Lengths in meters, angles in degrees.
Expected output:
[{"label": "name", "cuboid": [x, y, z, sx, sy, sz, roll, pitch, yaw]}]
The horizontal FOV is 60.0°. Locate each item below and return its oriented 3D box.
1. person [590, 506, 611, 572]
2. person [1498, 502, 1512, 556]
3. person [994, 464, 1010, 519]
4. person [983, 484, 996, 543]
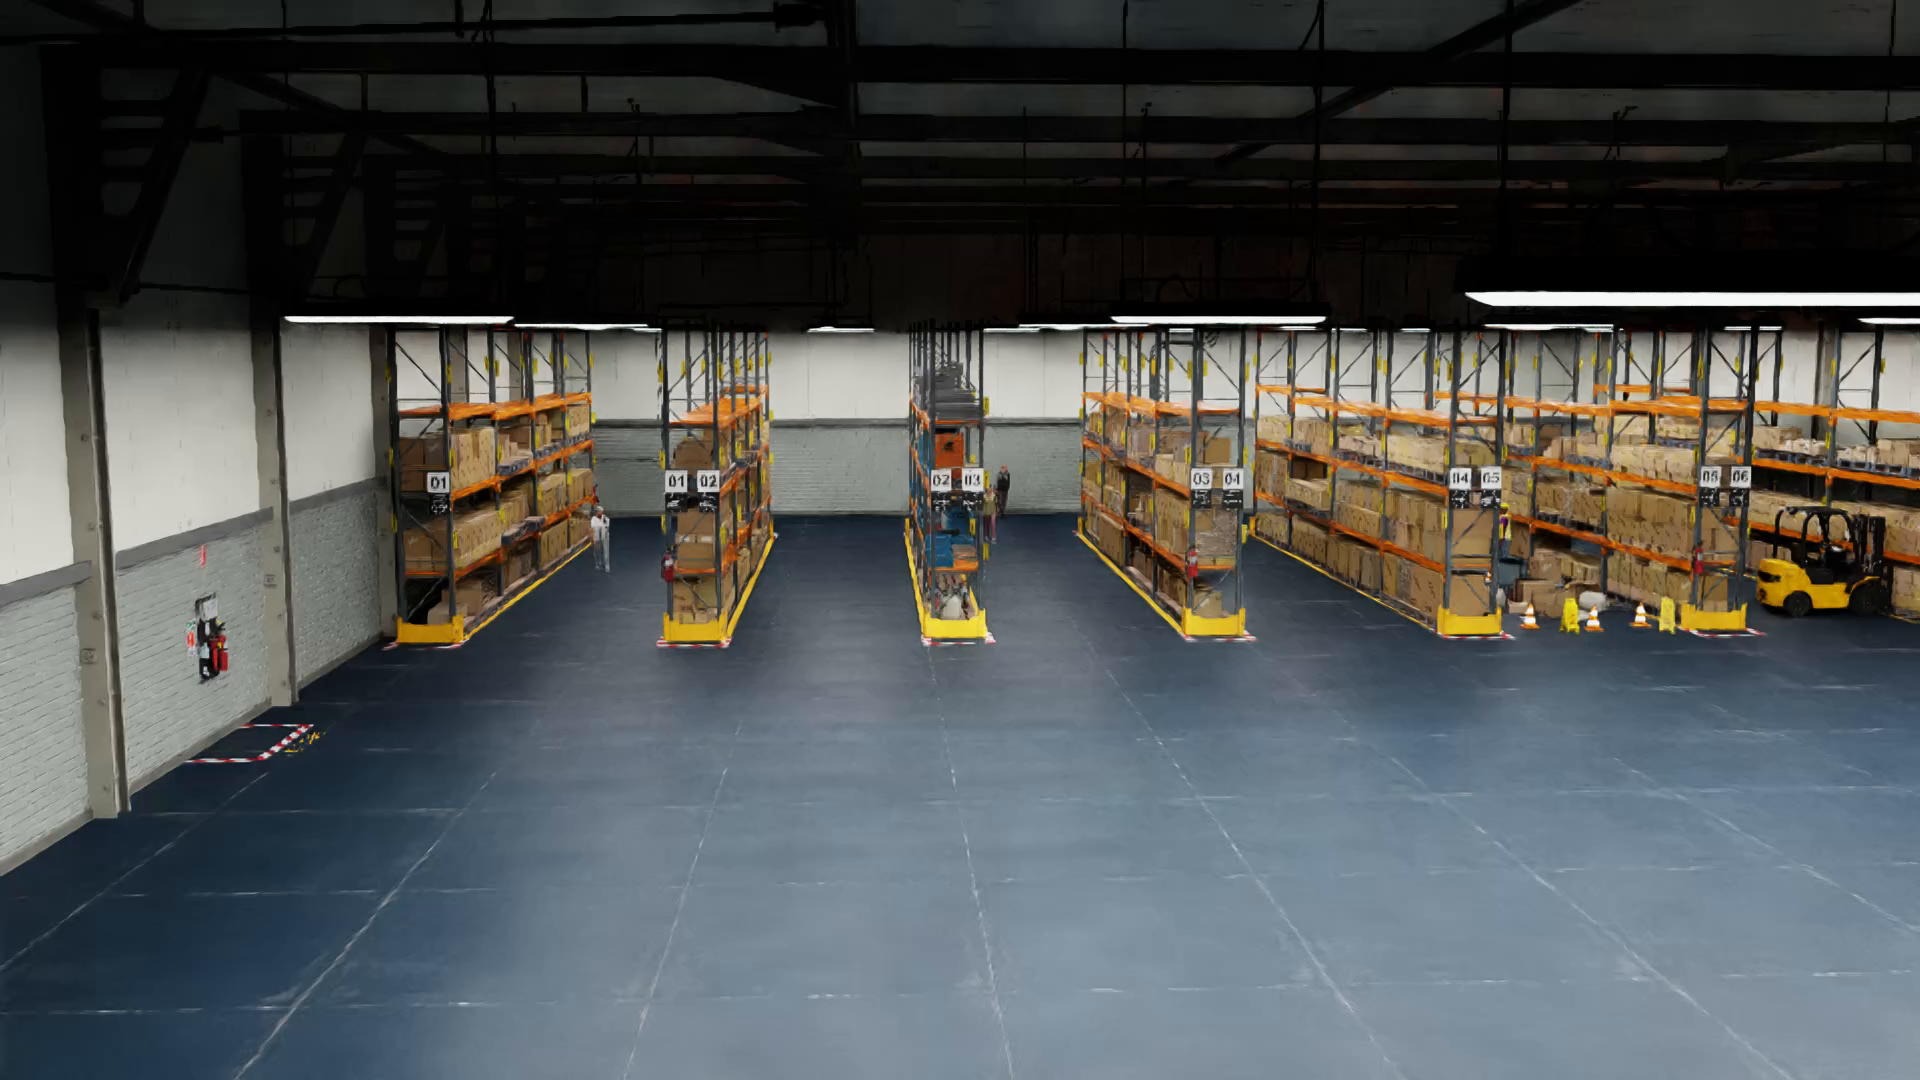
[{"label": "person", "cuboid": [-8.690, -0.041, 40.177, 0.490, 1.597, 0.999, -1, 7, -11]}, {"label": "person", "cuboid": [12.832, -0.026, 39.382, 0.587, 1.763, 0.677, 3, 8, 20]}, {"label": "person", "cuboid": [1.268, -1.529, 51.869, 0.591, 1.717, 0.521, -6, 9, -39]}, {"label": "person", "cuboid": [0.786, -0.684, 45.888, 0.448, 1.465, 1.110, 0, 7, -1]}]
